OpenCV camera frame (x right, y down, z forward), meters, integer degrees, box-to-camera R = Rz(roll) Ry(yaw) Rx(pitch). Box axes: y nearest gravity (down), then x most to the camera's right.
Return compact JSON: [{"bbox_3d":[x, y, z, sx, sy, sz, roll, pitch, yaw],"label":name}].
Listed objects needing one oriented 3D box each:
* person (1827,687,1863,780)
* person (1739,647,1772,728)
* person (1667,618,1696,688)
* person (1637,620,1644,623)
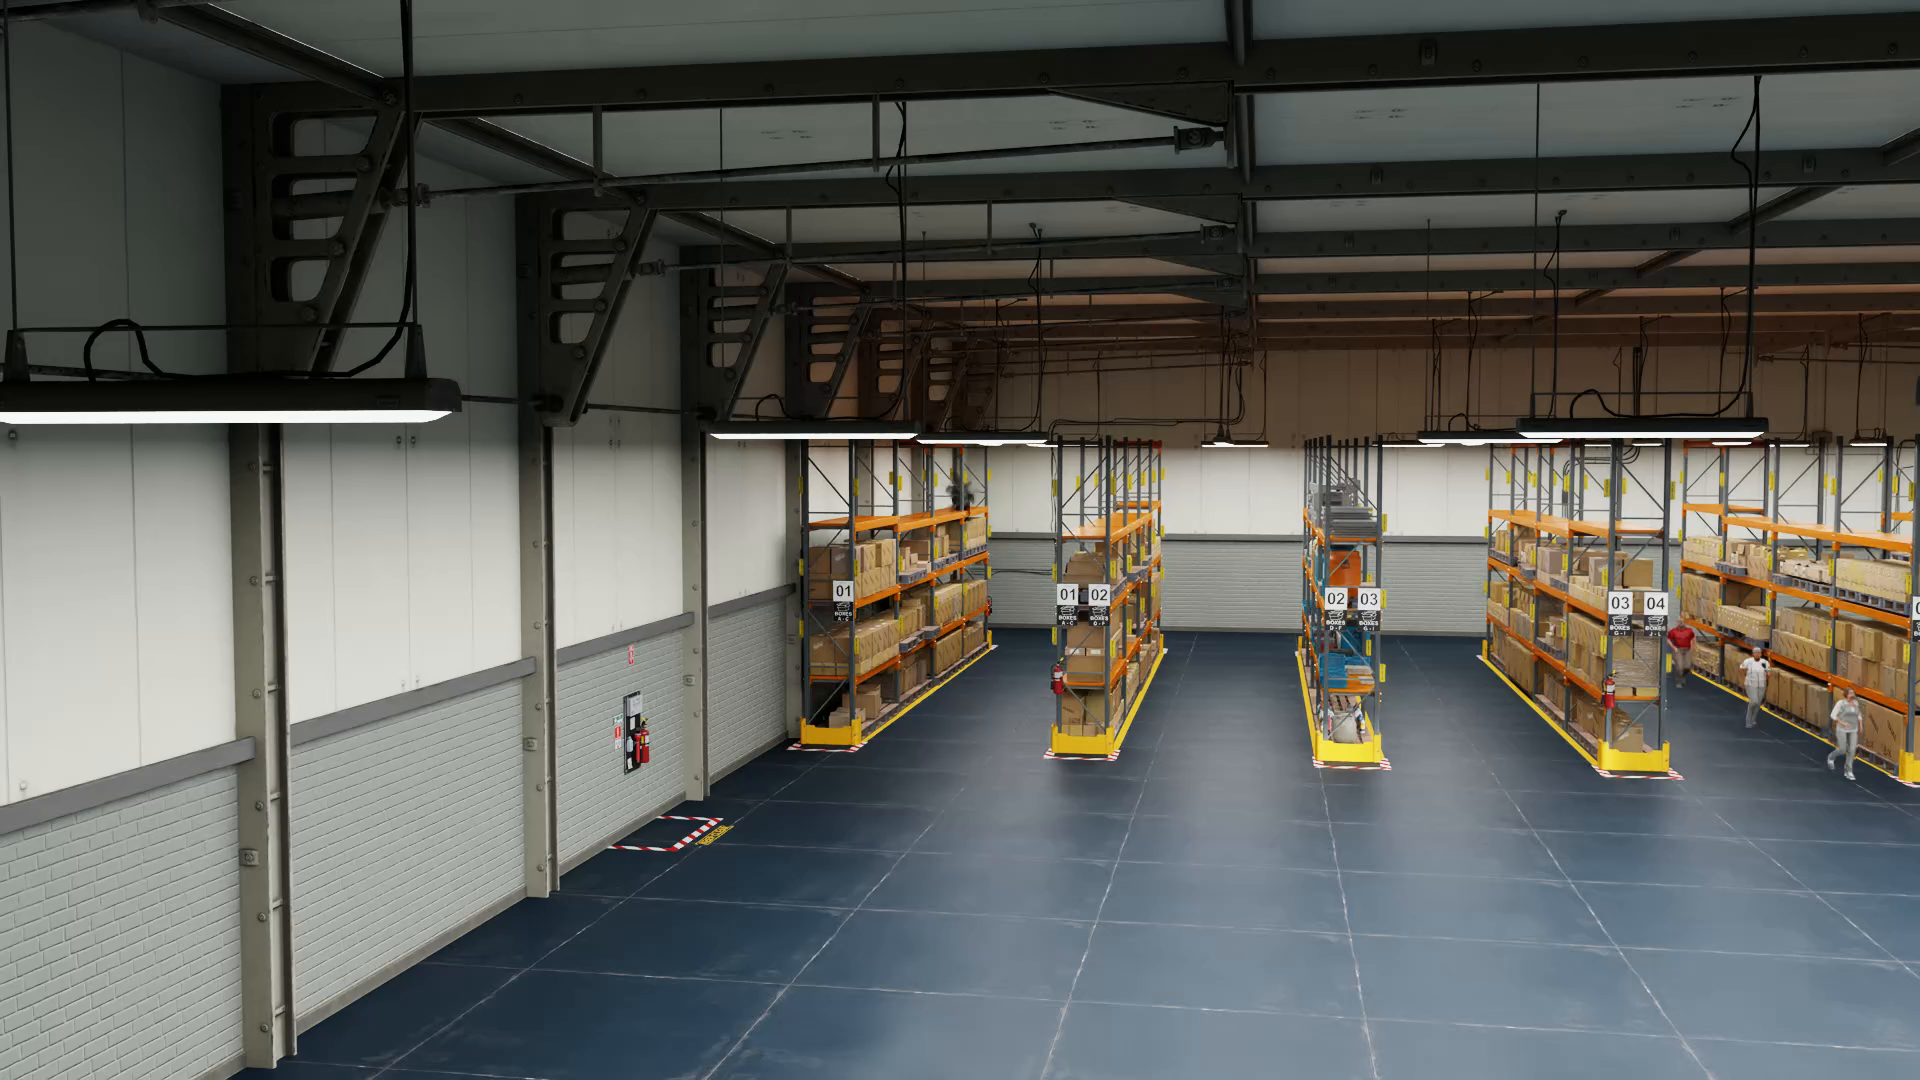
[{"bbox_3d":[15.556,3.366,29.203,0.570,1.599,0.703,0,3,-1],"label":"person"},{"bbox_3d":[16.442,3.058,34.309,0.574,1.704,0.679,0,3,8],"label":"person"},{"bbox_3d":[17.398,2.720,40.073,0.669,1.692,0.540,1,3,13],"label":"person"},{"bbox_3d":[18.285,2.516,45.069,0.672,1.571,0.843,3,4,41],"label":"person"}]
